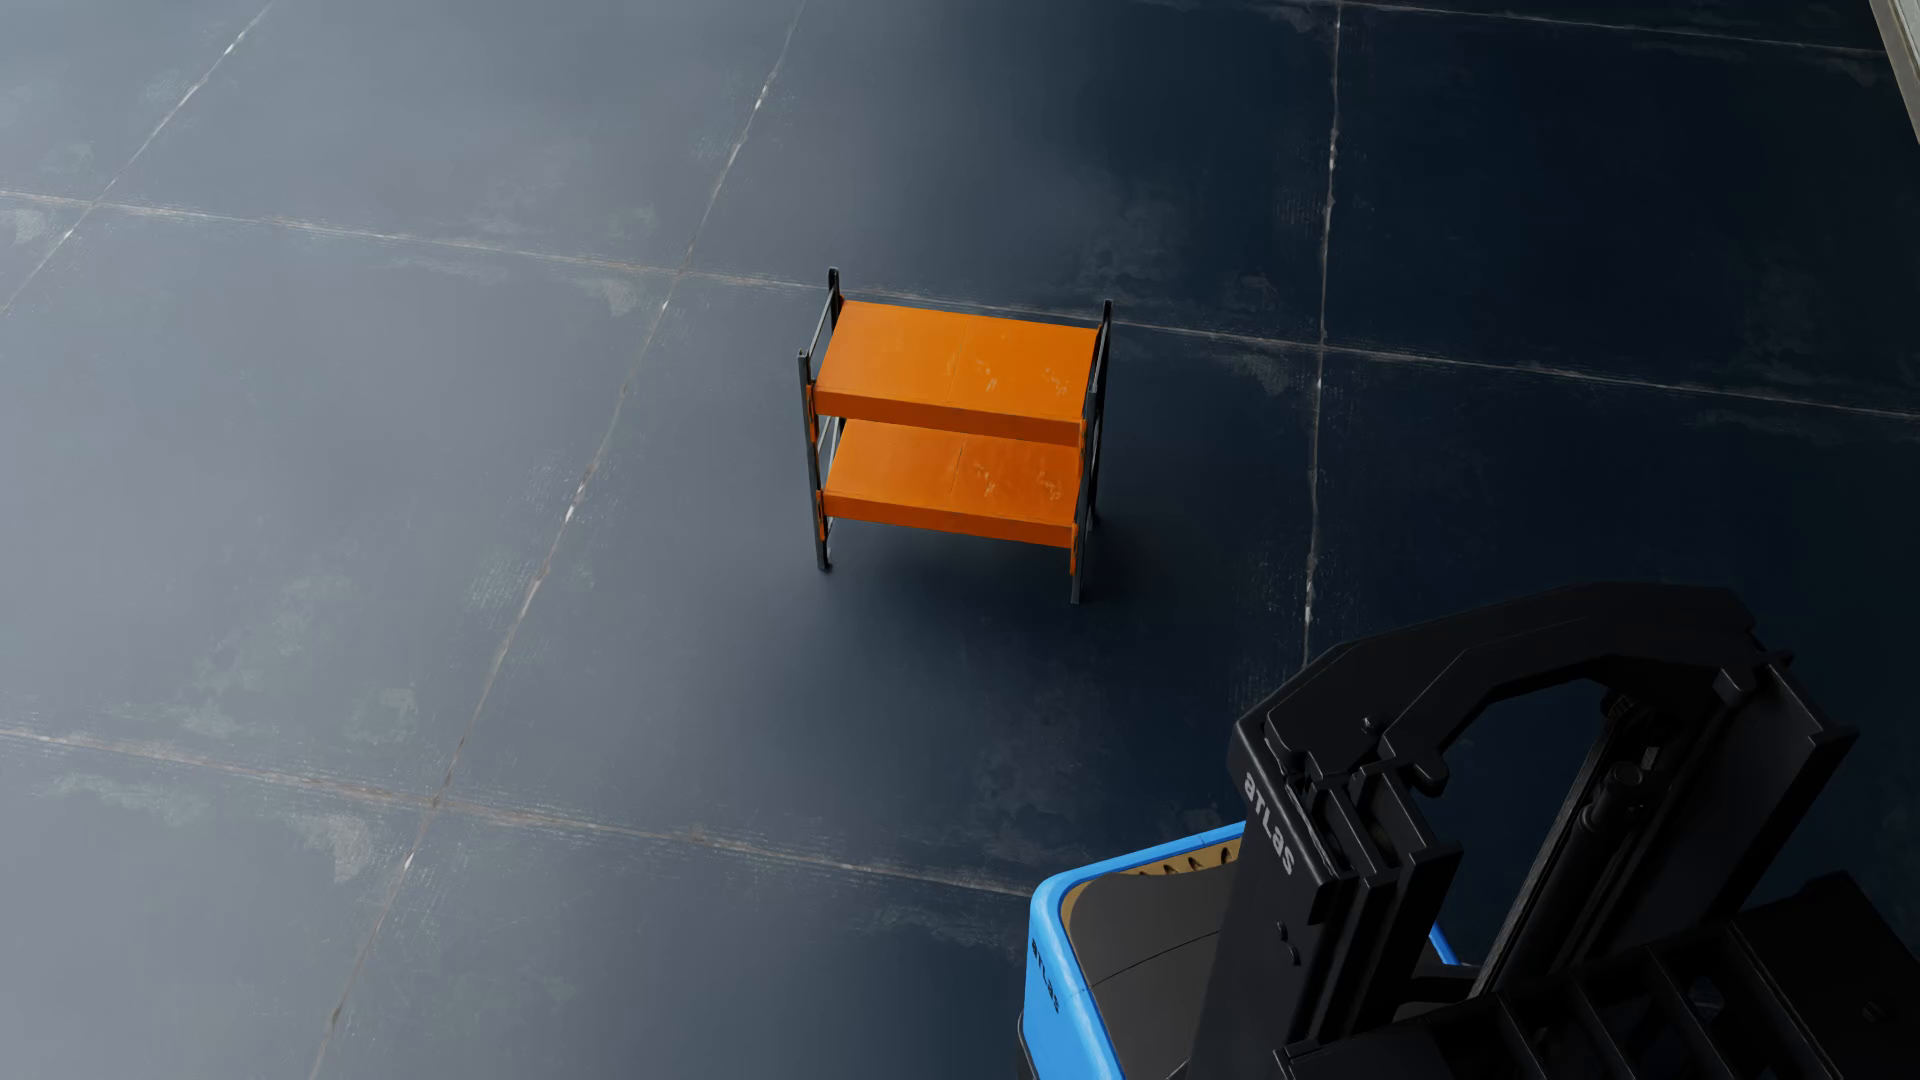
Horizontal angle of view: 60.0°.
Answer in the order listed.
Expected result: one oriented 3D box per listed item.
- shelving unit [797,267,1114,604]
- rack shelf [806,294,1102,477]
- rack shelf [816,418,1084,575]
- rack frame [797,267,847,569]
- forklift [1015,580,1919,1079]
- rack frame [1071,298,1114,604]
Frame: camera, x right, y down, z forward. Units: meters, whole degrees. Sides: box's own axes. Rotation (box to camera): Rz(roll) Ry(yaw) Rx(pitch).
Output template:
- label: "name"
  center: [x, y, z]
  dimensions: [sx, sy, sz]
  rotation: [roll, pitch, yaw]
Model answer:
- label: "shelving unit"
  center: [-0.007, -0.377, 6.304]
  dimensions: [1.048, 1.125, 0.538]
  rotation: [8, 49, 7]
- label: "rack shelf"
  center: [-0.007, -0.572, 6.087]
  dimensions: [1.000, 0.278, 0.538]
  rotation: [8, 49, 7]
- label: "rack shelf"
  center: [-0.007, -0.213, 6.486]
  dimensions: [1.000, 0.278, 0.538]
  rotation: [8, 49, 7]
- label: "rack frame"
  center: [-0.507, -0.444, 6.365]
  dimensions: [0.032, 1.125, 0.500]
  rotation: [8, 49, 7]
- label: "forklift"
  center: [1.106, 1.592, 3.321]
  dimensions: [1.130, 2.935, 3.031]
  rotation: [-13, 49, -12]
- label: "rack frame"
  center: [0.494, -0.310, 6.244]
  dimensions: [0.032, 1.125, 0.500]
  rotation: [8, 49, 7]
